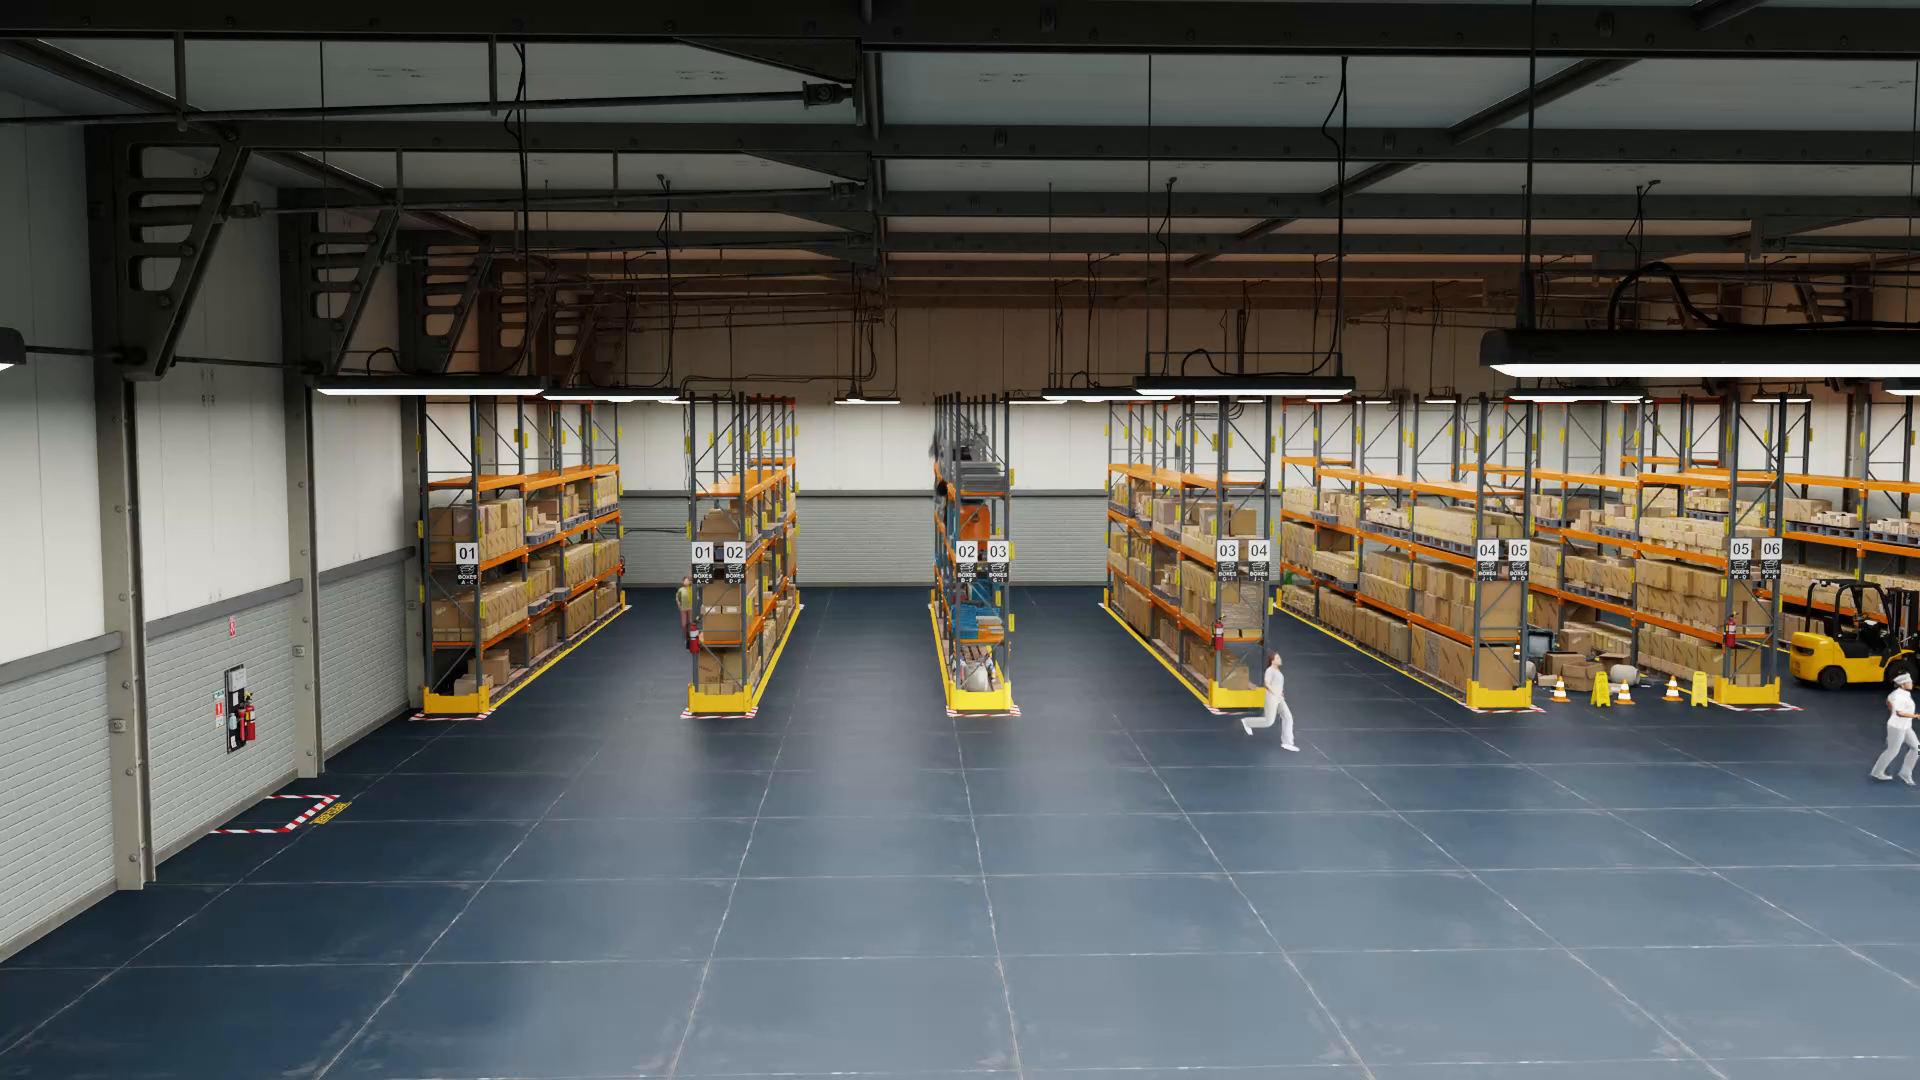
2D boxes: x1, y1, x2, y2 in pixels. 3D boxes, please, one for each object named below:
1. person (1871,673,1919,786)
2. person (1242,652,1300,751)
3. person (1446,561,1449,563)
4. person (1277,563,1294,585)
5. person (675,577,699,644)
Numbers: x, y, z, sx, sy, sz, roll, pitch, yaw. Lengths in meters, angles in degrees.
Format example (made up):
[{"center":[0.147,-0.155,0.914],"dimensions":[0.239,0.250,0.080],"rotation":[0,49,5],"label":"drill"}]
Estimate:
[{"center":[14.229,2.875,25.166],"dimensions":[0.739,1.751,0.568],"rotation":[4,6,43],"label":"person"},{"center":[5.224,2.694,27.896],"dimensions":[0.996,1.652,0.547],"rotation":[3,5,32],"label":"person"},{"center":[14.705,0.852,49.357],"dimensions":[0.648,1.657,0.694],"rotation":[2,5,21],"label":"person"},{"center":[9.702,0.917,49.038],"dimensions":[0.656,1.751,0.673],"rotation":[-1,5,-13],"label":"person"},{"center":[-6.595,1.690,40.201],"dimensions":[0.577,1.620,0.562],"rotation":[0,5,-5],"label":"person"}]
